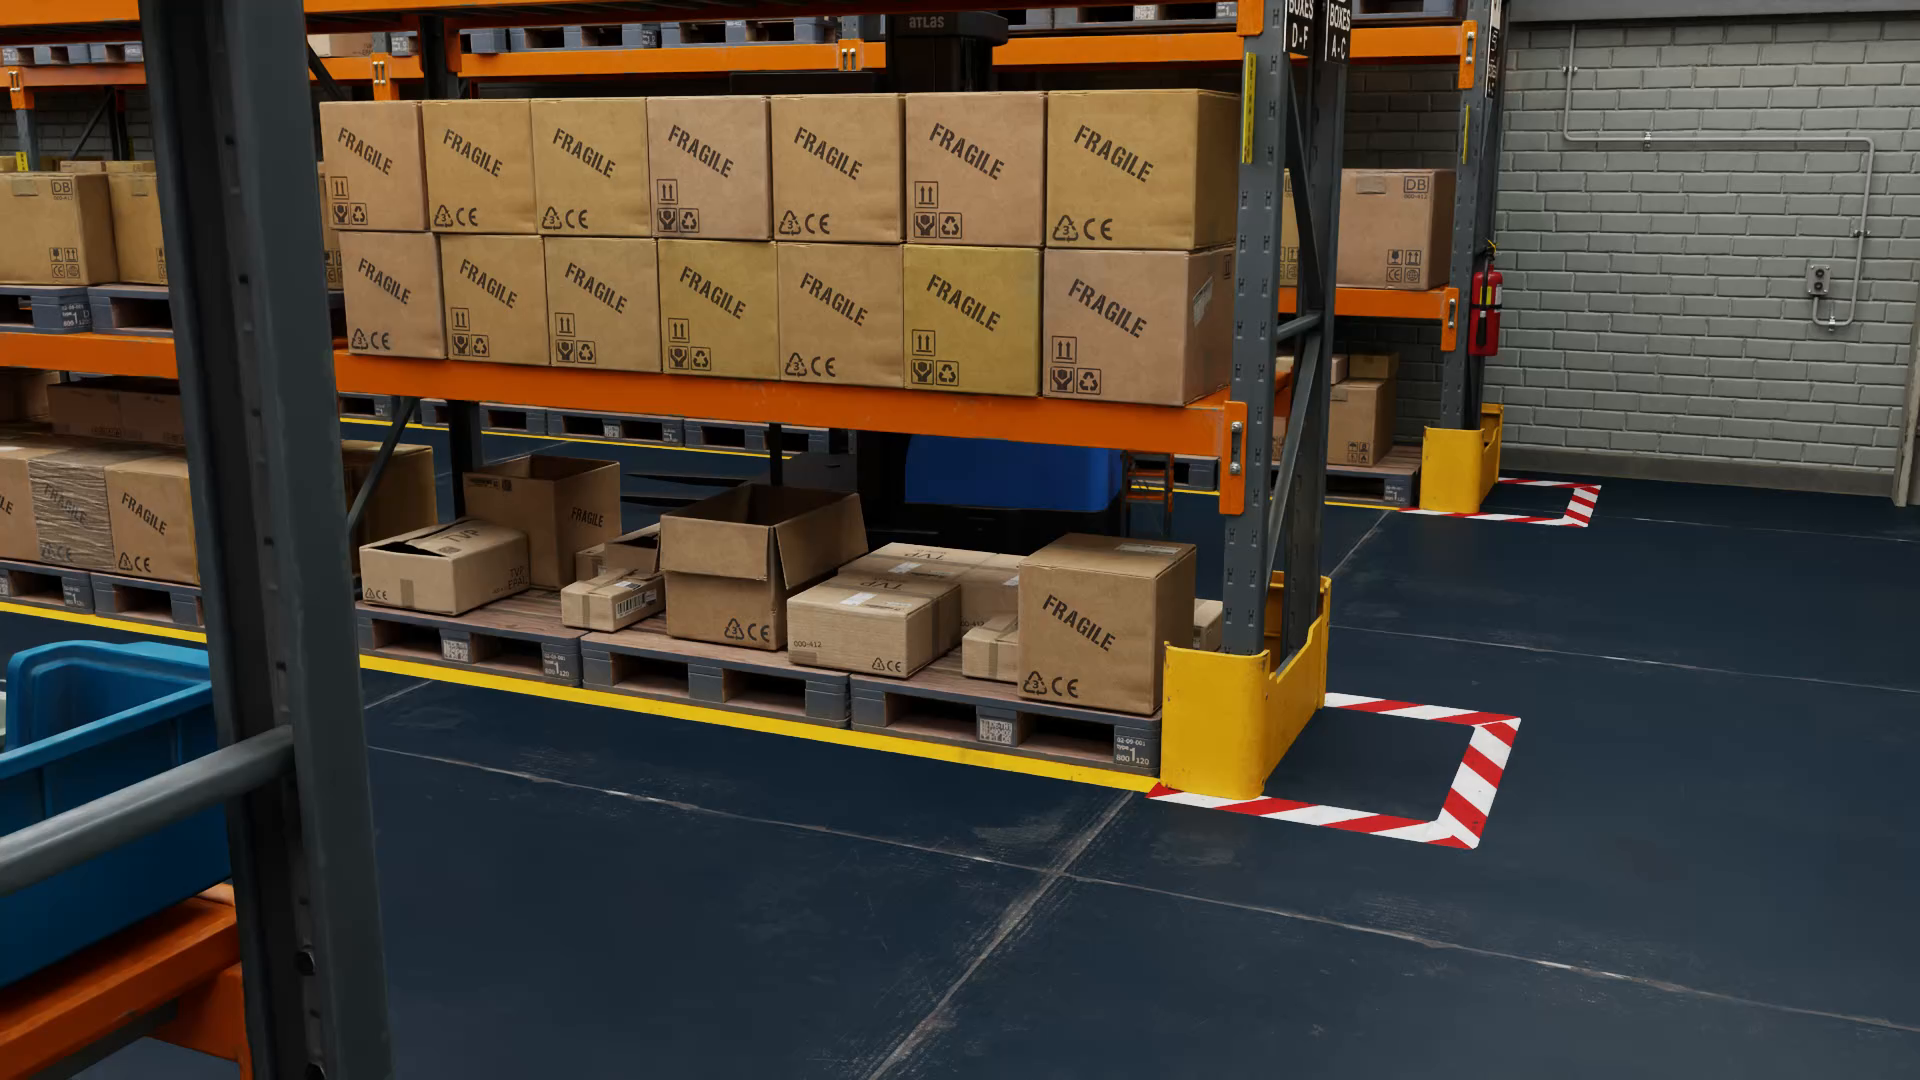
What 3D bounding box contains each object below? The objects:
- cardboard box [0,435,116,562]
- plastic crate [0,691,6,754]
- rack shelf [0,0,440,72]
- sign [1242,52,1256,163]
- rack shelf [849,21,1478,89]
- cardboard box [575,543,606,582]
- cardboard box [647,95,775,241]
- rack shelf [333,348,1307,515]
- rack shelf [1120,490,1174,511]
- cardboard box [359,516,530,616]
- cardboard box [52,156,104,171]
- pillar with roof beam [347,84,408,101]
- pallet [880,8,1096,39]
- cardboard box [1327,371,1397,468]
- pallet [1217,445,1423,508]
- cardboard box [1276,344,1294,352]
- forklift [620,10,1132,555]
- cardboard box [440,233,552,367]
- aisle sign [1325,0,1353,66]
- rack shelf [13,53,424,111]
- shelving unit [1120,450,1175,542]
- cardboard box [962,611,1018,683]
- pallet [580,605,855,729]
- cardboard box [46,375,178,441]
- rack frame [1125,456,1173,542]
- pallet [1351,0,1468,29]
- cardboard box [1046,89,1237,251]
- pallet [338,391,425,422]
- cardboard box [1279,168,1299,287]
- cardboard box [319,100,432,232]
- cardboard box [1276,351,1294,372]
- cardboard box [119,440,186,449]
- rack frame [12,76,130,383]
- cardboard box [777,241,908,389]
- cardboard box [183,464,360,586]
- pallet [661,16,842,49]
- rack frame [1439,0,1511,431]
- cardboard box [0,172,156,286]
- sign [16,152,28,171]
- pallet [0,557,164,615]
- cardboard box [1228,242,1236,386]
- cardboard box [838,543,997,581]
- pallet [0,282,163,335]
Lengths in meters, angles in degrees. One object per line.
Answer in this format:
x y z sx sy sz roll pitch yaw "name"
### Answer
-4.469 -0.210 8.094 0.500 0.500 0.500 5 14 21 "cardboard box"
-1.233 0.278 1.950 0.298 0.136 0.250 6 14 23 "plastic crate"
-4.357 -2.382 7.849 4.000 0.370 1.077 6 14 23 "rack shelf"
0.885 -1.320 5.089 0.005 0.325 0.100 6 14 23 "sign"
1.303 -3.047 10.682 4.000 0.370 1.077 6 14 23 "rack shelf"
-1.526 0.103 7.529 0.250 0.149 0.380 6 14 23 "cardboard box"
-0.798 -1.377 6.150 0.500 0.500 0.500 6 15 25 "cardboard box"
-0.700 -0.552 6.614 4.000 0.370 1.077 6 14 23 "rack shelf"
0.976 -0.194 8.679 0.258 0.103 0.180 3 10 14 "rack shelf"
-2.233 0.092 7.219 0.500 0.311 0.500 6 14 23 "cardboard box"
-8.185 -3.251 15.187 0.500 0.500 0.500 5 14 22 "cardboard box"
-6.765 -4.814 10.074 0.400 9.000 9.100 6 14 23 "pillar with roof beam"
0.218 -3.461 11.067 1.213 0.211 1.003 6 14 23 "pallet"
2.451 -0.783 10.579 0.500 0.500 0.700 6 14 23 "cardboard box"
2.369 -0.452 10.718 1.213 0.211 1.003 6 14 23 "pallet"
2.183 -1.176 10.832 0.250 0.149 0.380 6 14 23 "cardboard box"
-0.606 -1.462 9.067 3.031 2.935 1.130 3 14 14 "forklift"
-1.704 -0.985 6.667 0.500 0.500 0.500 6 15 24 "cardboard box"
1.310 -2.037 5.681 0.004 0.787 0.394 6 14 23 "aisle sign"
-6.011 -3.787 13.837 4.000 0.370 1.077 6 14 23 "rack shelf"
0.981 -0.475 8.630 0.258 1.200 0.189 3 10 14 "shelving unit"
0.198 0.393 6.252 0.250 0.166 0.380 6 14 23 "cardboard box"
-0.782 0.447 6.888 1.213 0.211 1.003 6 14 23 "pallet"
-4.245 -0.684 8.470 0.500 0.250 0.500 5 14 22 "cardboard box"
1.003 -0.490 8.718 0.240 1.200 0.006 3 10 14 "rack frame"
2.449 -3.235 10.105 1.213 0.211 1.003 6 14 23 "pallet"
0.610 -1.236 5.548 0.500 0.500 0.500 6 14 23 "cardboard box"
-4.897 -1.207 13.937 1.213 0.211 1.003 6 14 23 "pallet"
1.991 -2.008 10.589 0.700 0.700 0.980 6 14 23 "cardboard box"
-2.212 -1.520 6.759 0.500 0.500 0.500 6 15 25 "cardboard box"
2.026 -1.096 10.493 0.250 0.149 0.380 6 15 25 "cardboard box"
-3.818 -0.275 8.368 0.500 0.500 0.500 6 14 24 "cardboard box"
-7.840 -2.862 14.886 0.127 3.000 1.000 6 14 23 "rack frame"
-0.321 -0.845 6.069 0.500 0.500 0.500 6 14 24 "cardboard box"
-3.096 -0.070 7.495 0.500 0.500 0.500 6 14 23 "cardboard box"
-1.384 -3.564 11.728 1.217 0.209 0.805 5 14 21 "pallet"
3.132 -1.752 10.154 0.127 3.000 1.000 6 14 23 "rack frame"
-4.169 -1.491 7.903 0.500 0.500 0.700 2 13 9 "cardboard box"
-8.053 -3.170 14.301 0.005 0.325 0.100 6 14 23 "sign"
-4.407 0.091 8.406 1.213 0.211 1.003 6 14 23 "pallet"
0.830 -0.862 6.142 0.500 0.500 0.500 6 15 24 "cardboard box"
-0.168 0.206 6.868 0.500 0.250 0.500 6 14 23 "cardboard box"
-4.406 -1.185 8.157 1.213 0.211 1.003 6 14 23 "pallet"
